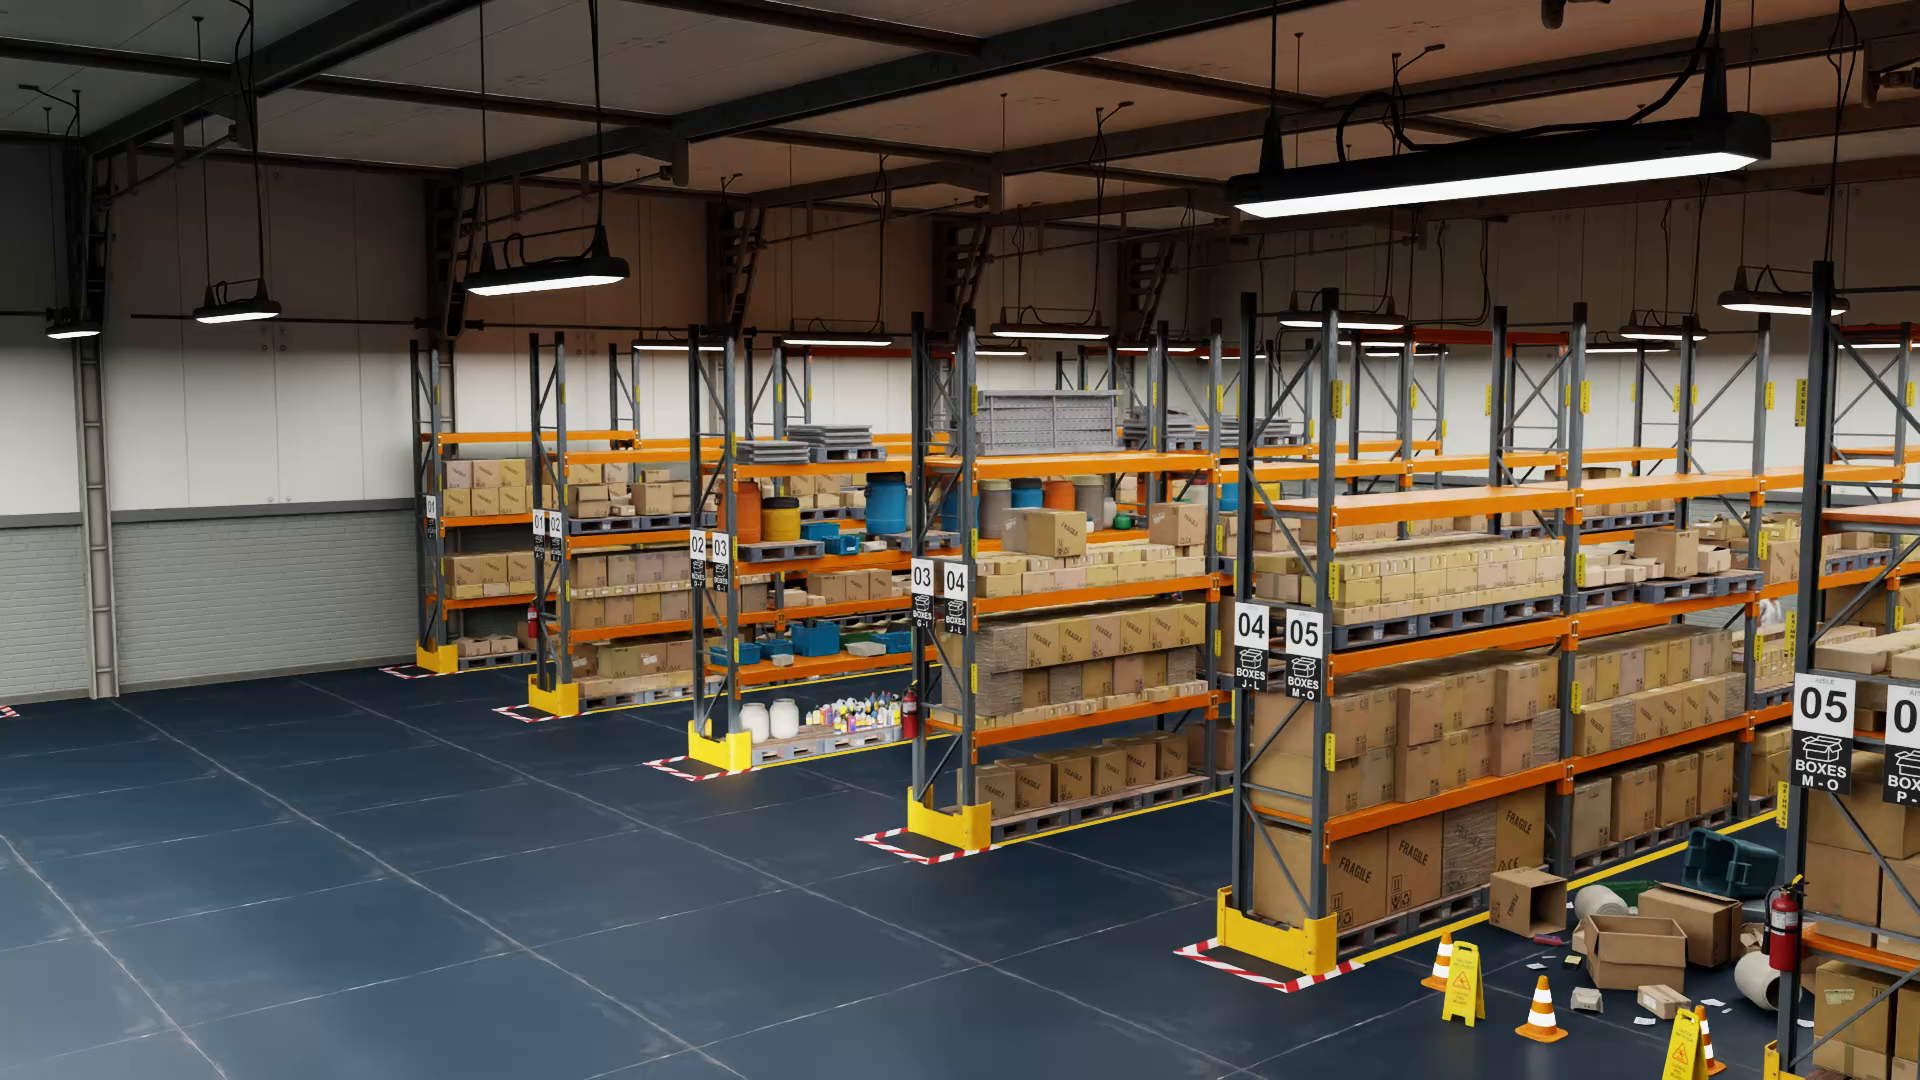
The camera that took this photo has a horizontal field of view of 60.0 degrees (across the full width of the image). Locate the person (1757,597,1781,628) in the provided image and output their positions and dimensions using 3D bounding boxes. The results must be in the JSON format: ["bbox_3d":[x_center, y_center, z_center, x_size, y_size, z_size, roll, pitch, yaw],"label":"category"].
[{"bbox_3d":[13.881,1.620,28.672,0.612,1.782,0.703,-2,6,-23],"label":"person"}]
